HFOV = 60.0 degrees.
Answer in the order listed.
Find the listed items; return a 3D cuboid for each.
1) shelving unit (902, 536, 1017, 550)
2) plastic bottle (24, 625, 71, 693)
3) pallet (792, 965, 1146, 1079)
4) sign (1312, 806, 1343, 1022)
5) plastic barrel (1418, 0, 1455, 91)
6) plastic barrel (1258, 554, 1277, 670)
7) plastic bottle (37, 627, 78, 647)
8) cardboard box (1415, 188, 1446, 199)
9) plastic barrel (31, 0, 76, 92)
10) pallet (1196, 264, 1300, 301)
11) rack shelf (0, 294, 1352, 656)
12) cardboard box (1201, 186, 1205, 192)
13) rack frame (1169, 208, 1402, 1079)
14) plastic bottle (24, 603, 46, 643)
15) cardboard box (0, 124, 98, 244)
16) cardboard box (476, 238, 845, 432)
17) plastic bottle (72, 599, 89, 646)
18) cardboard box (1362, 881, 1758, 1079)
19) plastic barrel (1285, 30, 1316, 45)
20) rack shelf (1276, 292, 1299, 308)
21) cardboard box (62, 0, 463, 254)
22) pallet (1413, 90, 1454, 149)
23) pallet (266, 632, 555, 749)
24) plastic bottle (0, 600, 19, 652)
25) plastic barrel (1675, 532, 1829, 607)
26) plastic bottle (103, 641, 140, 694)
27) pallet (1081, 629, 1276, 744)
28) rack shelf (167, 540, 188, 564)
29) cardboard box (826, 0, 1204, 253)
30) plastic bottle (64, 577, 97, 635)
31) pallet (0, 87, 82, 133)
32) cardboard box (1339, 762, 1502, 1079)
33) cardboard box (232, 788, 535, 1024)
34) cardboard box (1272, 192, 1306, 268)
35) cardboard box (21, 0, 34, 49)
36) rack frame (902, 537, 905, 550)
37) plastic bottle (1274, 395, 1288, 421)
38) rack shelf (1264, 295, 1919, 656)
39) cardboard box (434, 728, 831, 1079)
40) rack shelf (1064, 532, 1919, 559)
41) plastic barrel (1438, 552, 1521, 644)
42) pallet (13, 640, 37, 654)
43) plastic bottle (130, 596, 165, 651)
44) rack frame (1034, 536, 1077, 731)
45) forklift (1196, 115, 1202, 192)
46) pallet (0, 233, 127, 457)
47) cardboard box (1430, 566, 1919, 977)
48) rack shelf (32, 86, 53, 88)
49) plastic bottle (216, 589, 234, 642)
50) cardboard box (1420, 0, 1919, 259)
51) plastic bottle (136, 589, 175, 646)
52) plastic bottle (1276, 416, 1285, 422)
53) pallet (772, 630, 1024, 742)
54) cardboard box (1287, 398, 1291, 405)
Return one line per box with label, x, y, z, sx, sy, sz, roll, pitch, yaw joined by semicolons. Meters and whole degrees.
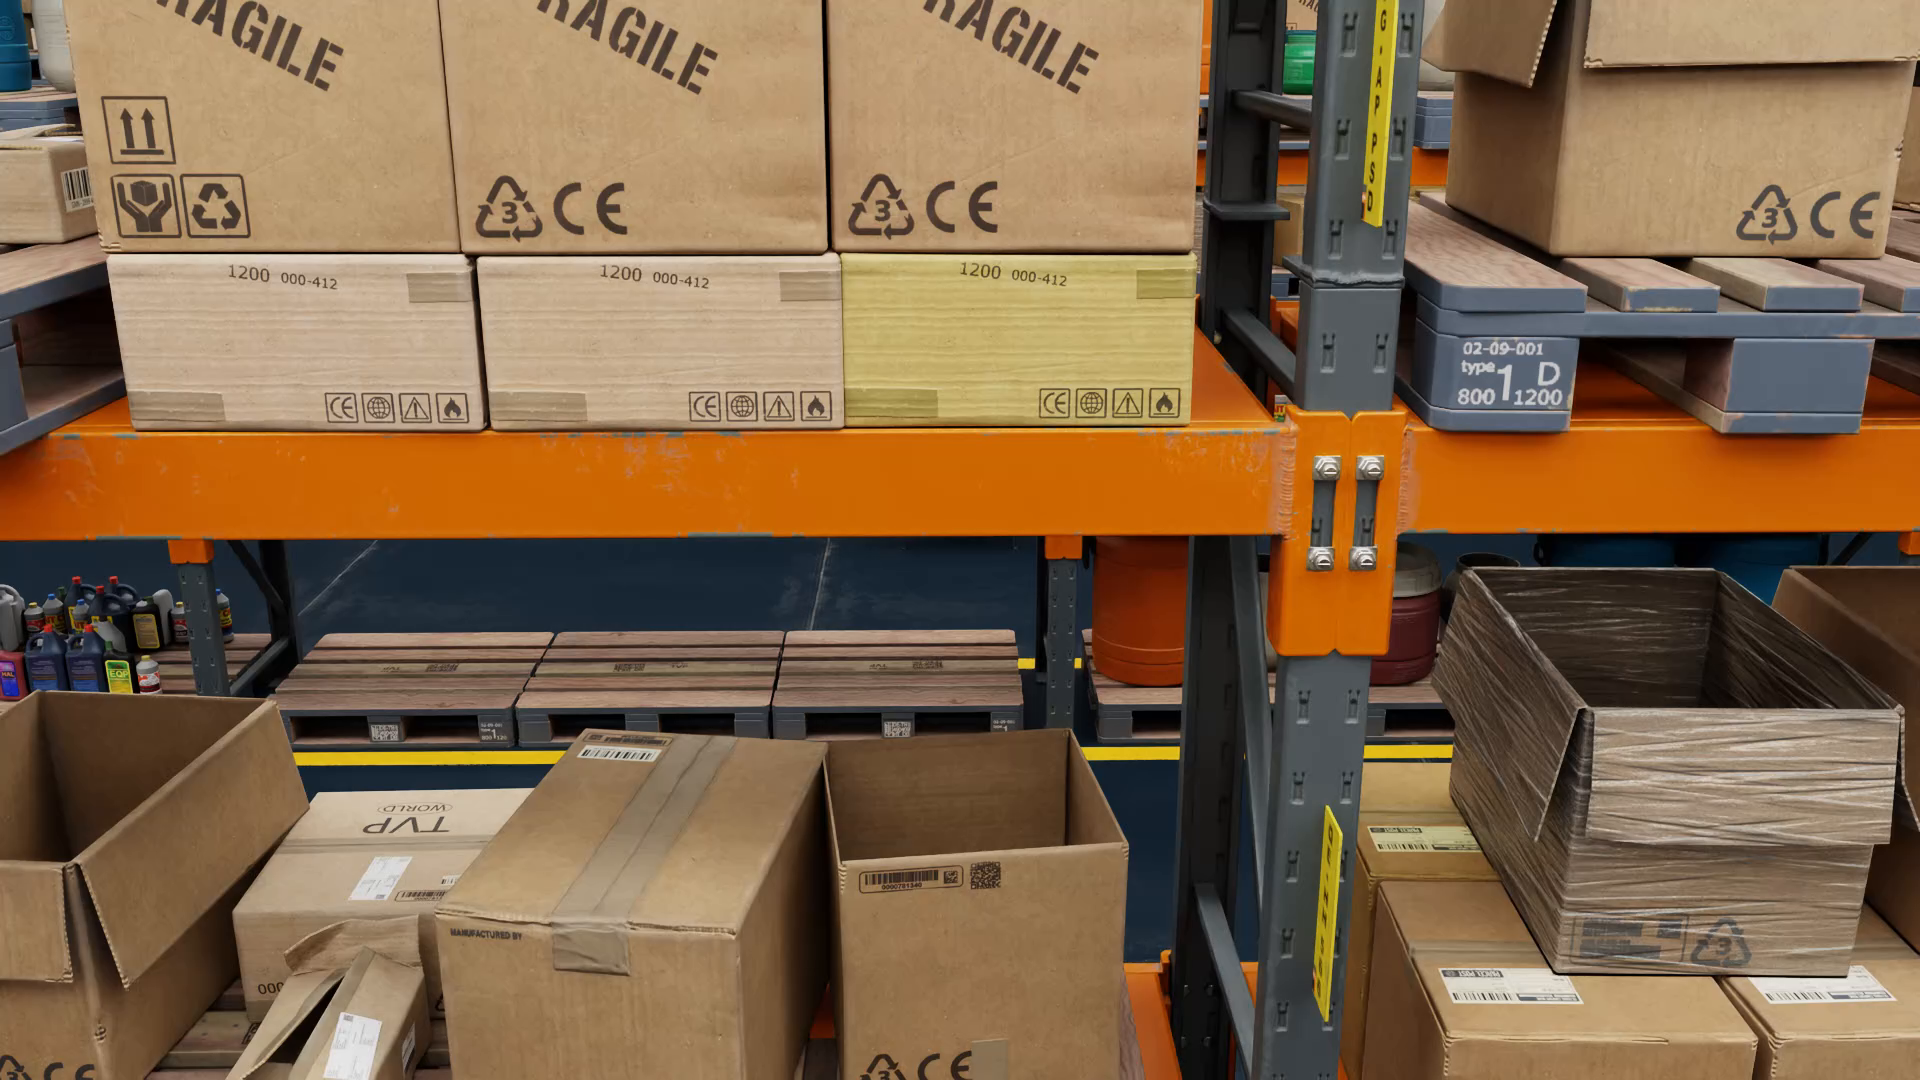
shelving unit;-0.007;-0.714;10.818;0.755;1.500;0.431;0;18;-1
plastic bottle;-4.361;0.576;7.958;0.185;0.351;0.144;-1;18;-4
pallet;-0.163;1.053;3.169;1.003;0.211;1.213;0;18;-1
sign;0.566;0.577;2.571;0.005;0.325;0.100;0;18;-1
plastic barrel;2.240;-2.335;7.595;0.433;0.535;0.433;0;18;0
plastic barrel;1.522;0.360;8.401;0.421;0.512;0.421;0;18;0
plastic bottle;-4.388;0.566;8.110;0.135;0.276;0.152;0;18;-1
cardboard box;3.918;-2.433;12.871;0.500;0.500;0.700;-6;19;-19
plastic barrel;-3.963;-2.308;7.549;0.421;0.512;0.421;0;18;0
pallet;2.340;-2.020;12.747;1.213;0.211;1.003;0;18;-1
rack shelf;-1.451;-0.151;2.874;4.000;0.370;1.077;0;18;-1
cardboard box;2.344;-3.743;17.121;0.500;0.500;0.500;0;18;1
rack frame;0.548;0.925;3.252;0.127;3.000;1.000;0;18;-1
plastic bottle;-4.815;0.427;8.666;0.097;0.201;0.097;0;18;0
cardboard box;-1.578;-0.612;2.829;0.250;0.166;0.380;-1;18;-2
cardboard box;-0.419;-0.348;2.556;0.500;0.250;0.500;0;18;-1
plastic bottle;-4.486;0.436;8.523;0.097;0.271;0.097;0;18;0
cardboard box;1.039;0.958;2.985;0.500;0.500;0.500;0;18;1
plastic barrel;1.540;-2.200;7.622;0.301;0.262;0.301;0;18;0
rack shelf;2.395;-1.767;12.824;4.000;0.370;1.077;0;18;-1
cardboard box;-0.933;-0.706;2.446;0.500;0.500;0.500;0;18;0
pallet;2.553;-1.905;7.474;1.213;0.211;1.003;0;18;-1
pallet;-2.745;0.744;8.383;1.213;0.211;1.003;0;18;-1
plastic bottle;-4.929;0.445;8.490;0.135;0.276;0.152;0;18;-1
plastic barrel;3.925;0.190;8.292;0.708;0.901;0.600;0;18;-1
plastic bottle;-4.005;0.619;7.934;0.133;0.283;0.061;1;18;2
pallet;1.258;0.724;8.445;1.213;0.211;1.003;0;18;-1
rack shelf;-5.529;-0.216;7.988;4.000;0.370;1.077;0;18;-1
cardboard box;0.075;-0.710;2.457;0.500;0.500;0.500;0;18;1
plastic bottle;-4.532;0.362;8.625;0.185;0.351;0.144;-1;18;-3
pallet;-4.249;-1.873;7.375;1.003;0.211;1.213;0;18;-1
cardboard box;1.038;0.800;3.480;0.500;0.500;0.500;0;18;1
cardboard box;-1.131;0.735;3.405;0.500;0.250;0.500;-1;18;-2
cardboard box;2.630;-2.340;12.579;0.500;0.500;0.700;-5;18;-15
cardboard box;-7.029;-3.807;12.009;0.637;0.503;0.797;1;18;3
rack frame;-0.373;-0.712;10.813;0.023;1.500;0.400;0;18;-1
plastic bottle;1.604;-0.656;8.394;0.097;0.271;0.097;0;18;0
rack shelf;2.548;-0.170;2.934;4.000;0.370;1.077;0;18;-1
cardboard box;-0.548;0.726;3.023;0.500;0.500;0.700;2;18;7
rack shelf;2.470;-0.254;8.108;4.000;0.370;1.077;0;18;-1
plastic barrel;2.651;0.354;8.418;0.421;0.512;0.421;0;18;0
pallet;-5.424;0.757;8.342;1.213;0.211;1.003;0;18;-1
plastic bottle;-4.175;0.426;8.536;0.133;0.283;0.061;0;18;-1
rack frame;0.470;-0.587;7.968;0.127;3.000;1.000;0;18;-1
forklift;1.624;-2.966;15.495;1.130;2.935;3.031;-3;18;-8
pallet;-1.795;-0.371;2.689;1.003;0.211;1.213;0;18;-1
cardboard box;1.280;0.401;3.079;0.637;0.503;0.797;0;18;1
rack shelf;-5.604;-3.157;12.246;4.000;0.370;1.077;0;18;-1
plastic bottle;-3.855;0.389;8.670;0.097;0.271;0.097;0;18;0
cardboard box;1.157;-0.777;2.792;0.637;0.503;0.797;1;18;2
plastic bottle;-4.178;0.397;8.638;0.135;0.276;0.152;0;18;1
plastic bottle;1.486;-0.442;7.727;0.097;0.271;0.097;0;18;0
pallet;-0.305;0.732;8.419;1.213;0.211;1.003;0;18;-1
cardboard box;2.402;-1.044;12.762;0.500;0.500;0.500;-1;18;-3
